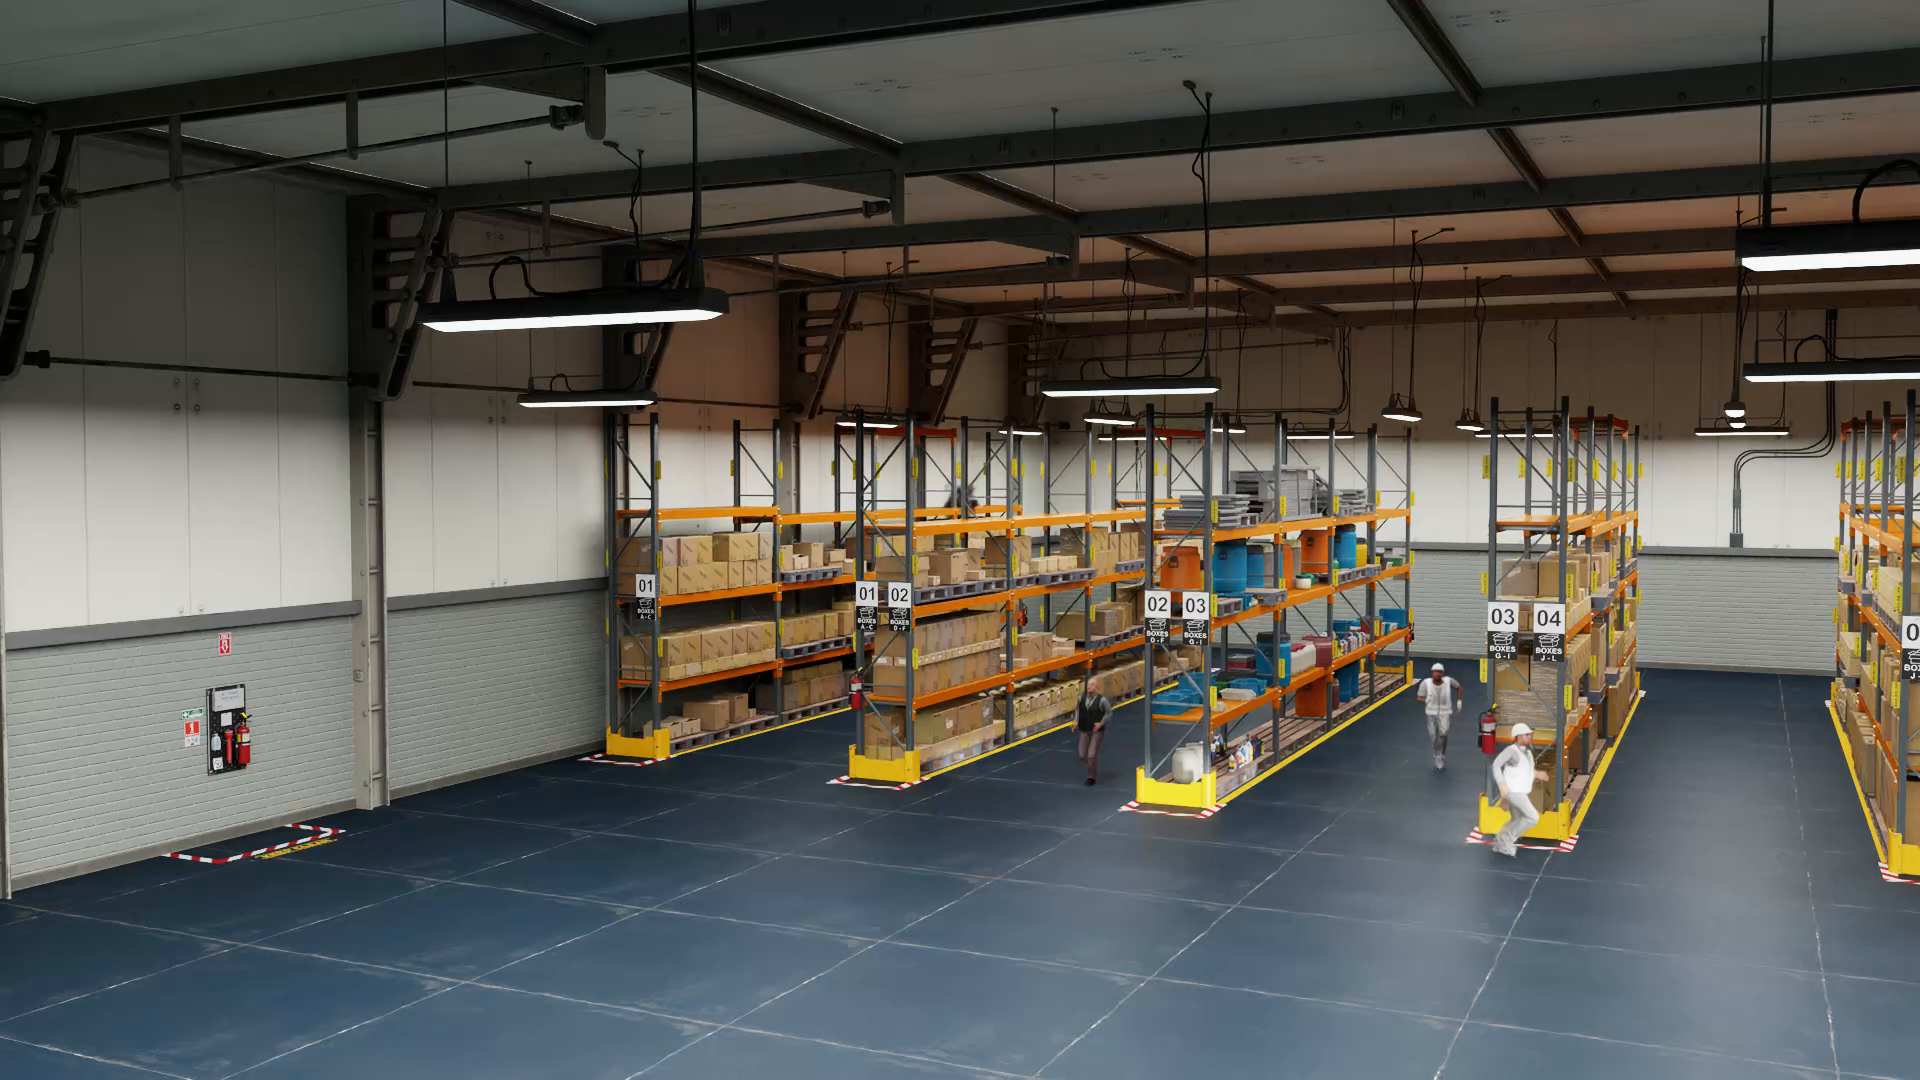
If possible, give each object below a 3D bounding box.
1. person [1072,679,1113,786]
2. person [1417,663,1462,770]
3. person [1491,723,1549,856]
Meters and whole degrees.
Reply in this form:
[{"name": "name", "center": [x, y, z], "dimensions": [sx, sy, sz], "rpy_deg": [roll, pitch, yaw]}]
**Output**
[{"name": "person", "center": [2.113, 3.056, 26.545], "dimensions": [0.662, 1.681, 0.582], "rpy_deg": [1, 3, 26]}, {"name": "person", "center": [8.024, 2.943, 27.848], "dimensions": [0.715, 1.781, 0.833], "rpy_deg": [1, 3, 17]}, {"name": "person", "center": [7.219, 3.223, 21.481], "dimensions": [0.715, 1.716, 0.652], "rpy_deg": [2, 3, 40]}]
